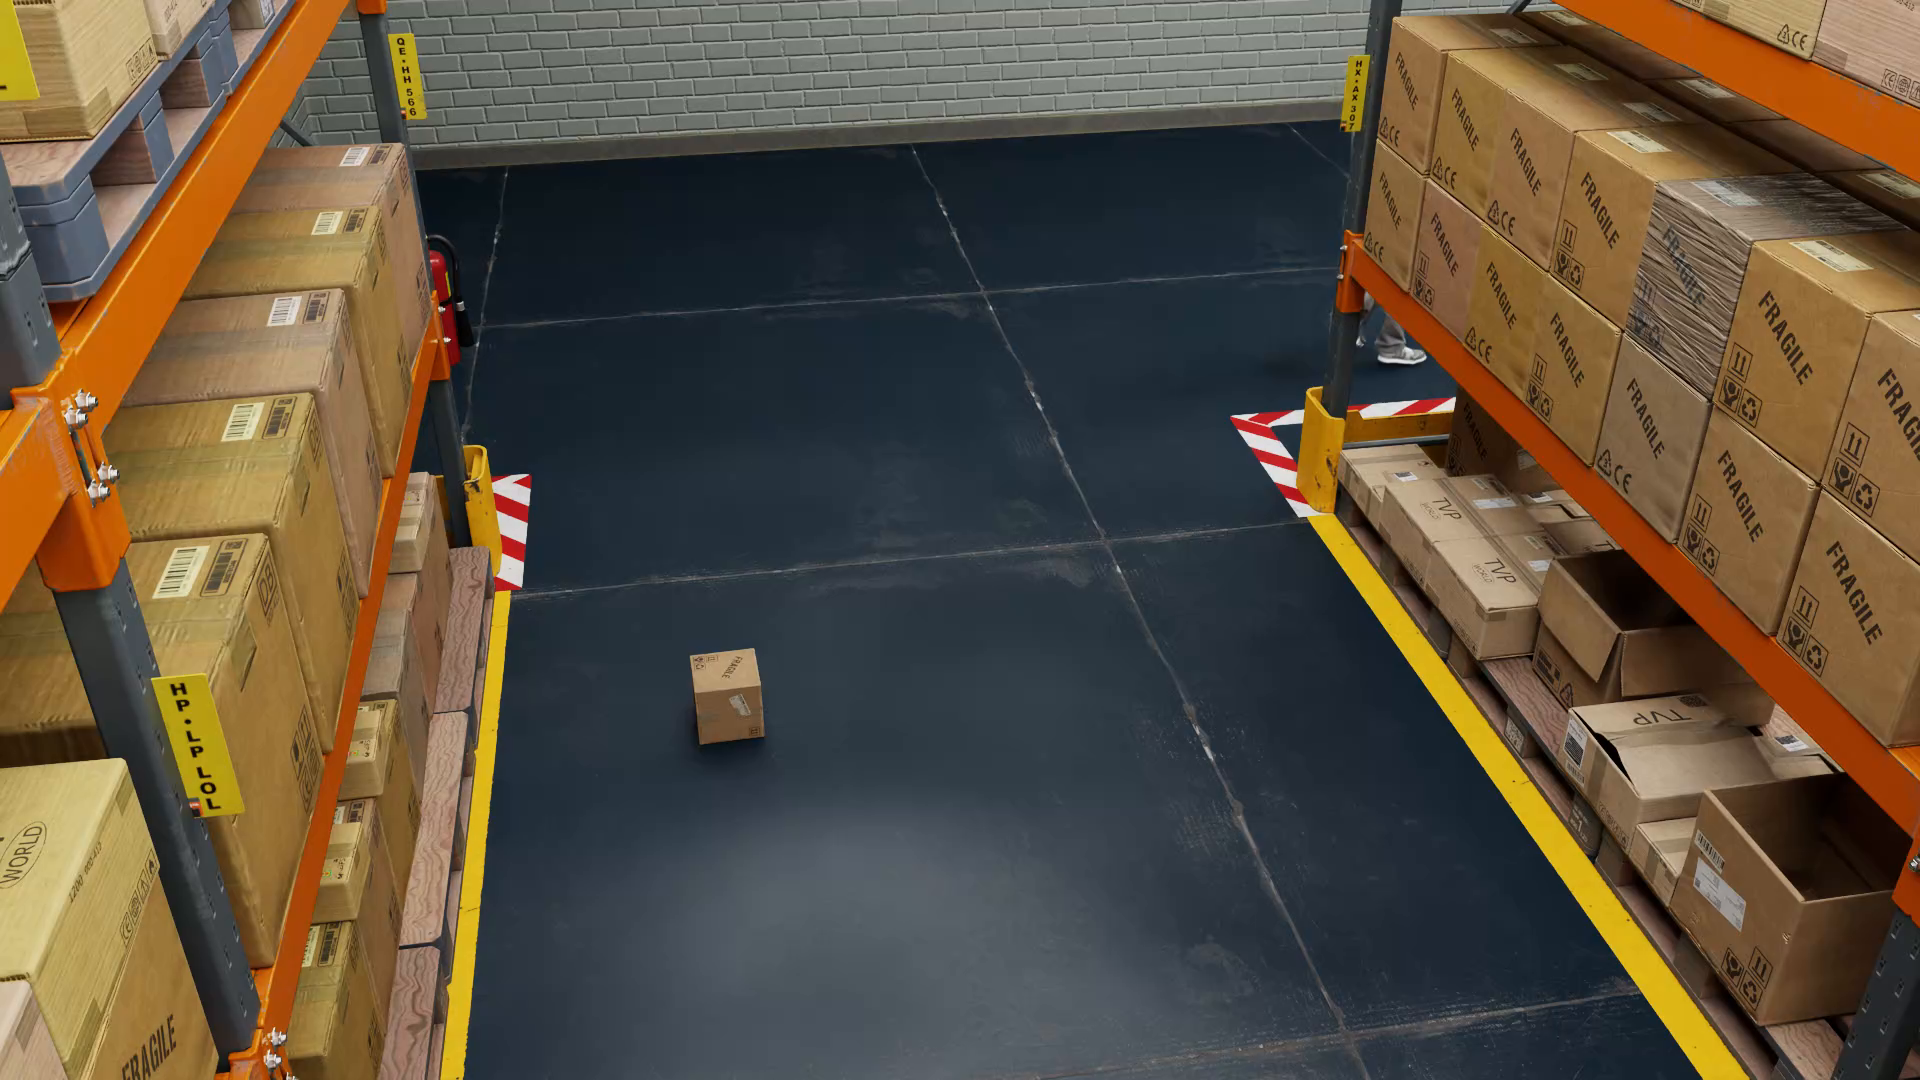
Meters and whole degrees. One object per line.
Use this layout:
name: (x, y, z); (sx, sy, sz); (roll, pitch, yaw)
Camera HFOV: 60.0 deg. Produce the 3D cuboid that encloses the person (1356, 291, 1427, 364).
person: (2.350, -1.653, 8.854); (0.515, 1.578, 0.424); (-3, 31, -5)
